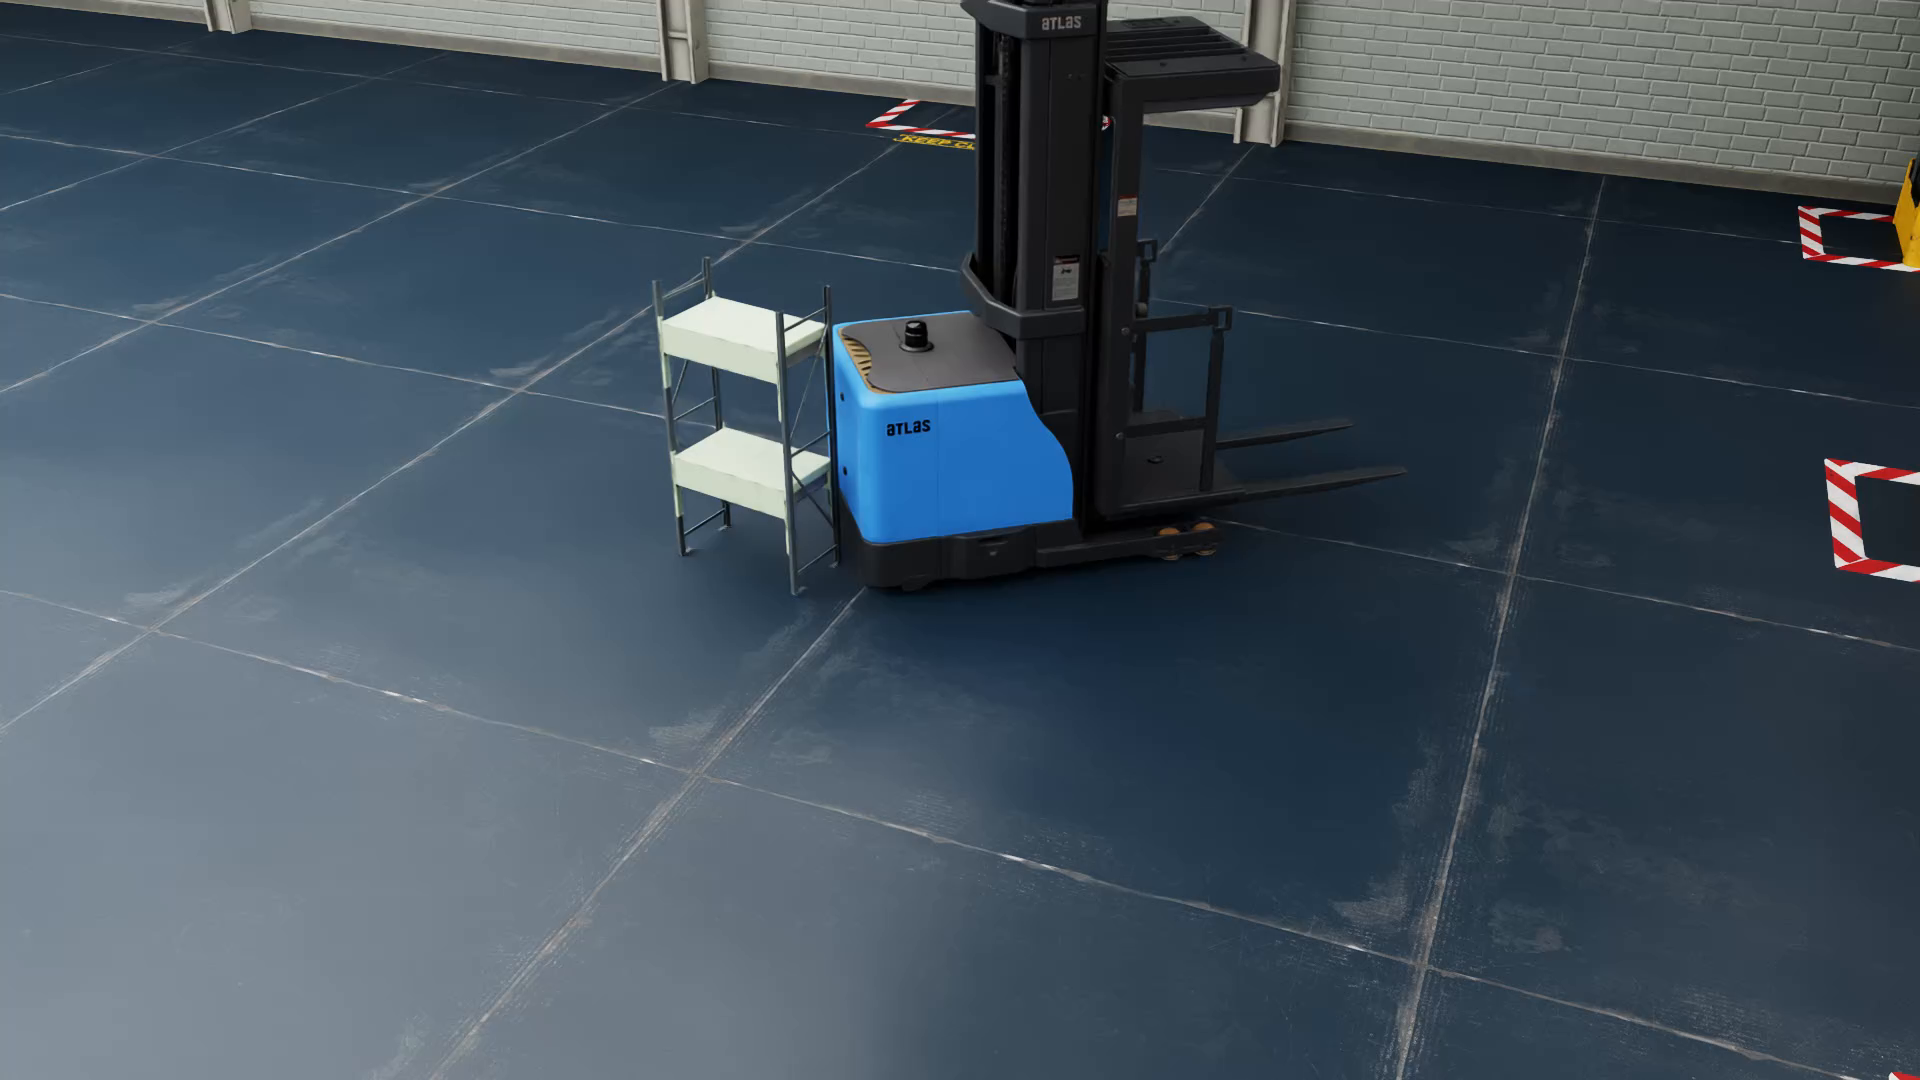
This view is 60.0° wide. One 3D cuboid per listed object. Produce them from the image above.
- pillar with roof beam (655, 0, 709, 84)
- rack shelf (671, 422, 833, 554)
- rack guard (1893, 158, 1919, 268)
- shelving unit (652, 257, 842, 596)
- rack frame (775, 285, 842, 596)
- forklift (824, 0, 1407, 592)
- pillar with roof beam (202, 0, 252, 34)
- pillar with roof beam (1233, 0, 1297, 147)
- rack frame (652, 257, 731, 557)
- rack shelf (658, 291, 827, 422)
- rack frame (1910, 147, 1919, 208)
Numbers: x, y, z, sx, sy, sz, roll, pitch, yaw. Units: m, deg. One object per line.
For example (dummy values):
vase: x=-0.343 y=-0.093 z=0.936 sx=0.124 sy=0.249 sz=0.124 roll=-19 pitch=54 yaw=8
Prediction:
pillar with roof beam: x=-4.446 y=-6.721 z=11.495 sx=0.400 sy=9.000 sz=9.100 roll=11 pitch=31 yaw=19
rack shelf: x=-1.031 y=-0.271 z=8.368 sx=0.720 sy=0.370 sz=0.431 roll=17 pitch=34 yaw=28
rack guard: x=7.388 y=-2.485 z=12.638 sx=0.348 sy=0.500 sz=1.175 roll=11 pitch=31 yaw=19
shelving unit: x=-1.031 y=-0.555 z=8.208 sx=0.755 sy=1.500 sz=0.431 roll=17 pitch=34 yaw=28
rack frame: x=-0.722 y=-0.459 z=8.038 sx=0.023 sy=1.500 sz=0.400 roll=17 pitch=34 yaw=28
forklift: x=0.862 y=-1.413 z=8.271 sx=3.031 sy=2.935 sz=1.130 roll=-8 pitch=30 yaw=-13
pillar with roof beam: x=-10.006 y=-7.831 z=13.459 sx=0.400 sy=9.000 sz=9.100 roll=11 pitch=31 yaw=19
pillar with roof beam: x=1.114 y=-5.611 z=9.531 sx=0.400 sy=9.000 sz=9.100 roll=11 pitch=31 yaw=19
rack frame: x=-1.340 y=-0.651 z=8.378 sx=0.023 sy=1.500 sz=0.400 roll=17 pitch=34 yaw=28
rack shelf: x=-1.031 y=-0.895 z=8.016 sx=0.720 sy=0.370 sz=0.431 roll=17 pitch=34 yaw=28
rack frame: x=7.318 y=-3.587 z=12.048 sx=0.127 sy=3.000 sz=1.000 roll=11 pitch=31 yaw=19
